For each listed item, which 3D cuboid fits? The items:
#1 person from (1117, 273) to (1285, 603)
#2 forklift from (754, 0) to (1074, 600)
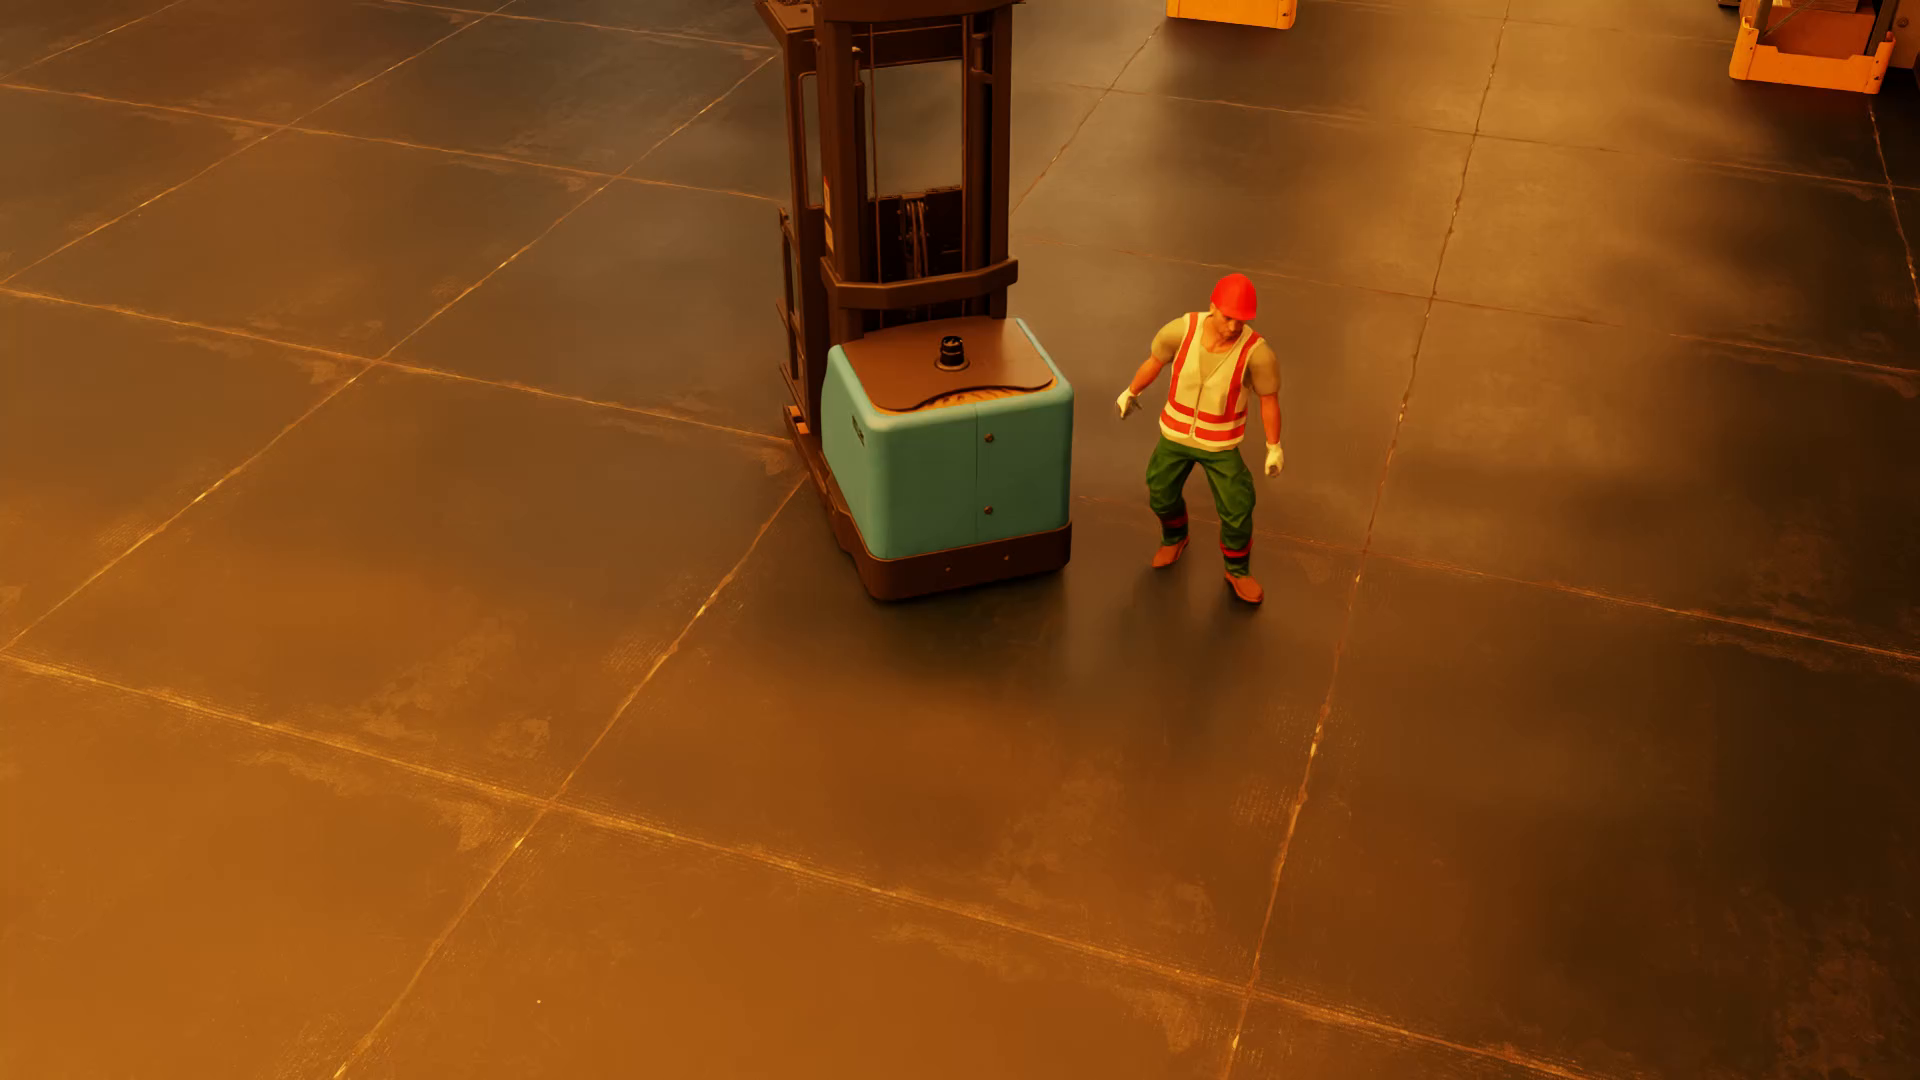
[{"bbox_3d":[1.141,-0.530,7.947,0.871,1.749,0.495,16,39,22],"label":"person"},{"bbox_3d":[-0.373,-1.752,8.583,1.130,2.935,3.031,-10,37,-14],"label":"forklift"}]
